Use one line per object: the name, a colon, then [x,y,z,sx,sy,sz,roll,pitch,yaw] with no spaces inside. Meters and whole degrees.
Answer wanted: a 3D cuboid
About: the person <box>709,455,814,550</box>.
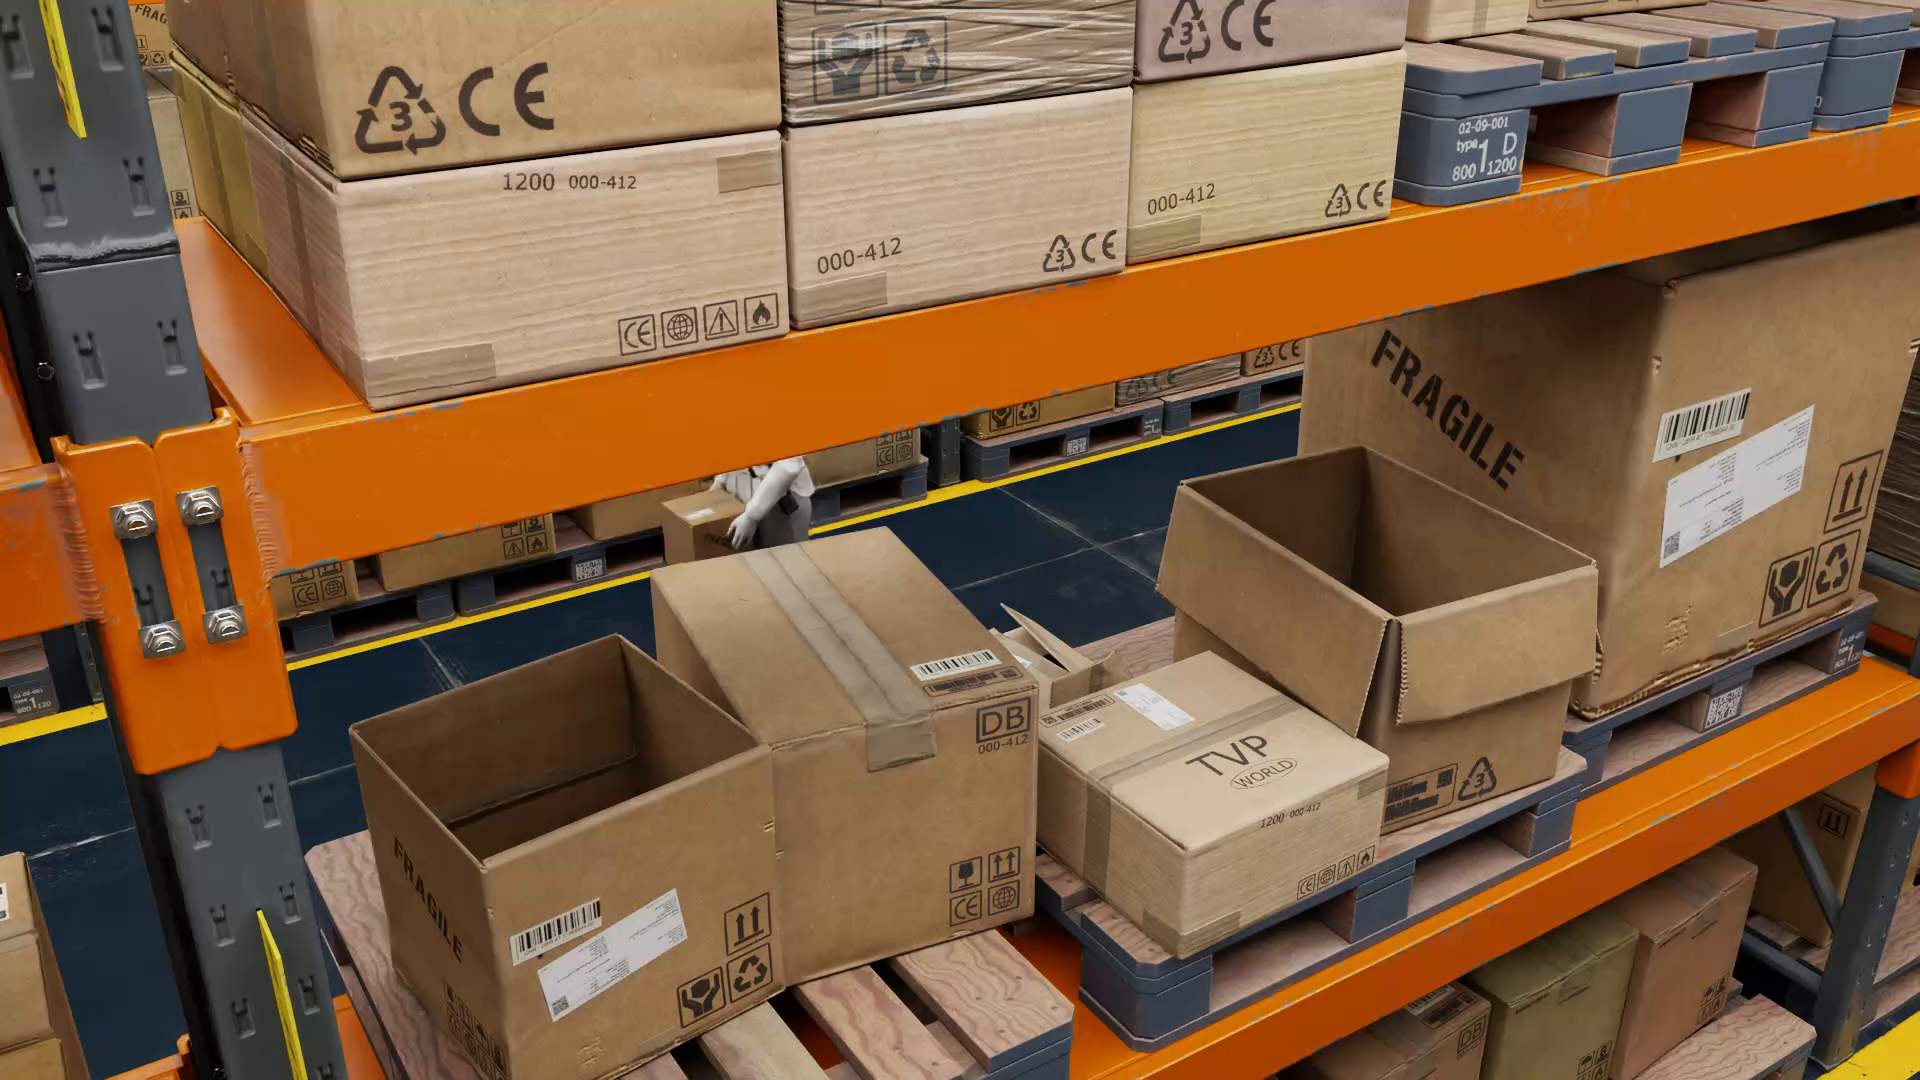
person: [-0.797,-0.121,6.299,0.544,1.695,0.500,-16,29,-30]
